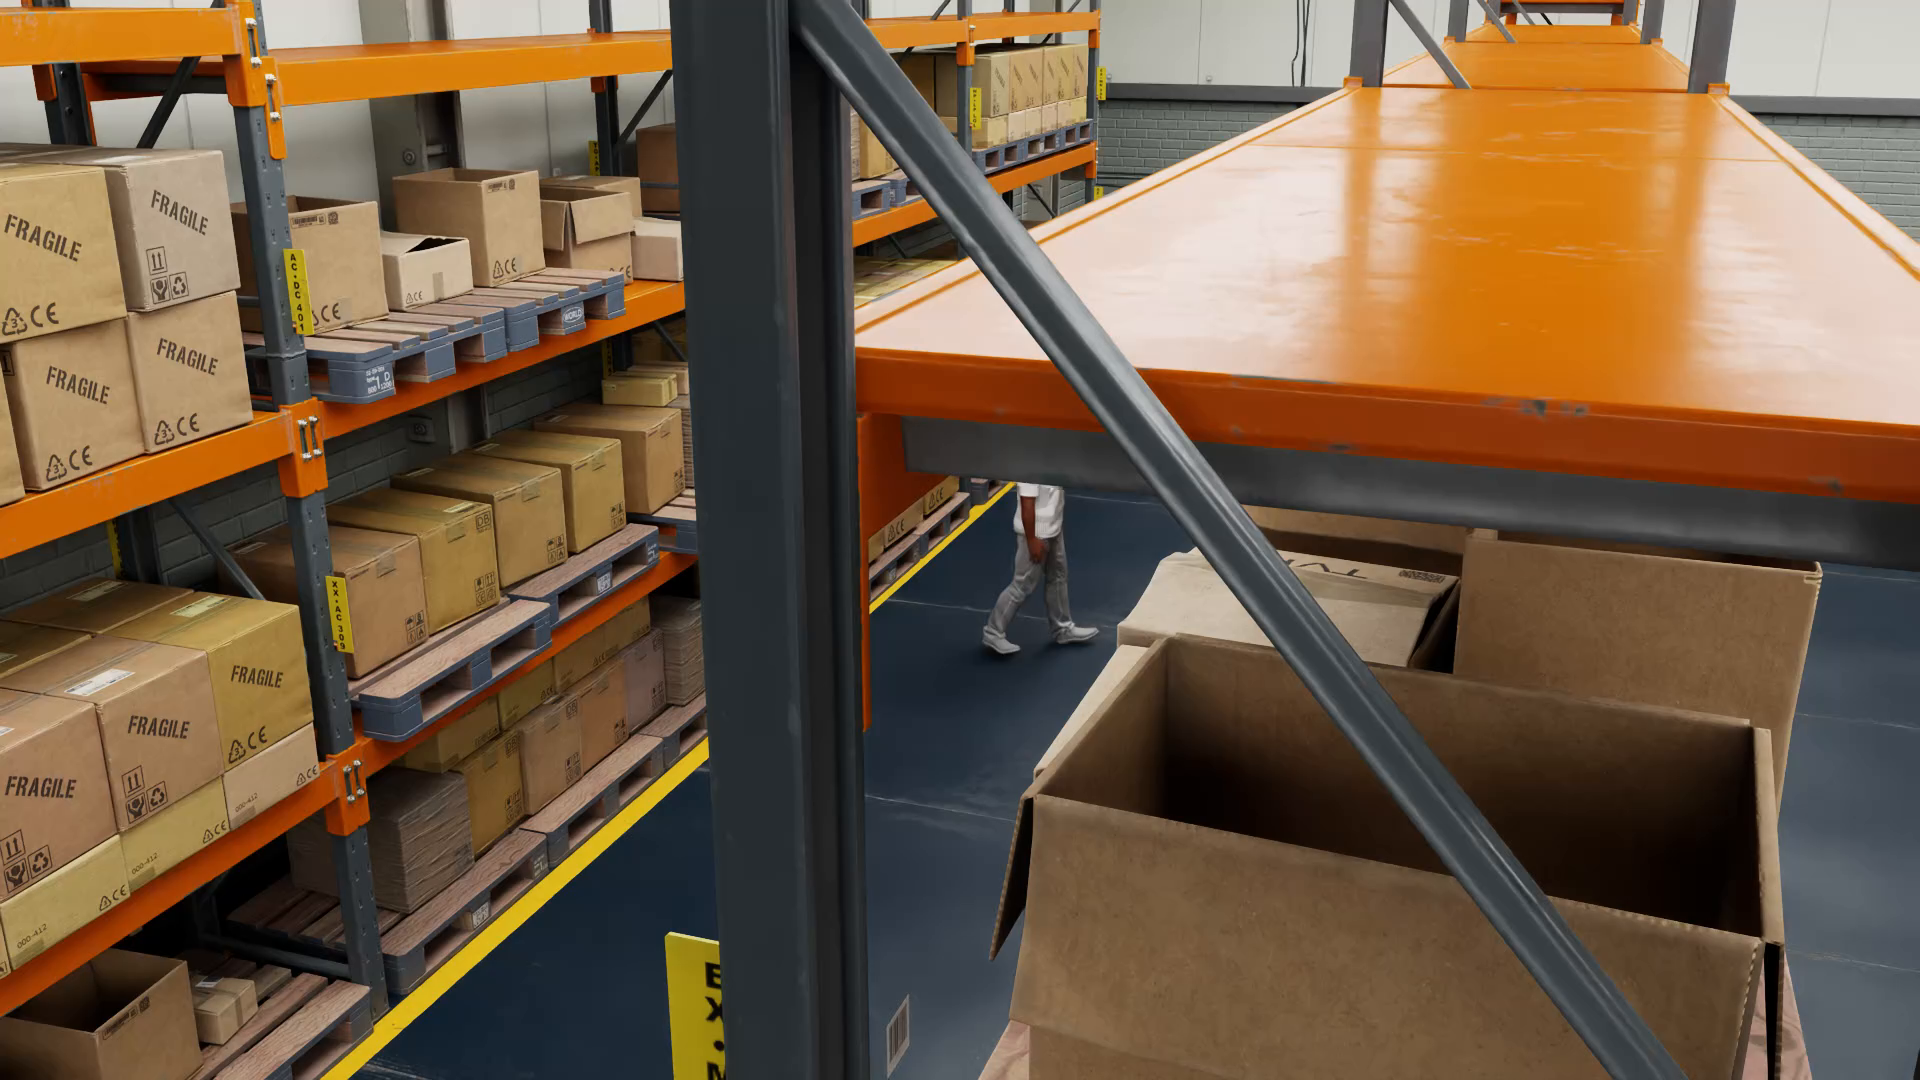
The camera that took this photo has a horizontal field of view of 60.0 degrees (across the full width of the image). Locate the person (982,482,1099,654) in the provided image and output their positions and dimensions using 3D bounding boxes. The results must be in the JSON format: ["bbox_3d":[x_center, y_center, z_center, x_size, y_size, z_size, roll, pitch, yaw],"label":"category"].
[{"bbox_3d":[0.554,-0.076,11.259,0.767,1.767,0.592,4,19,12],"label":"person"}]
